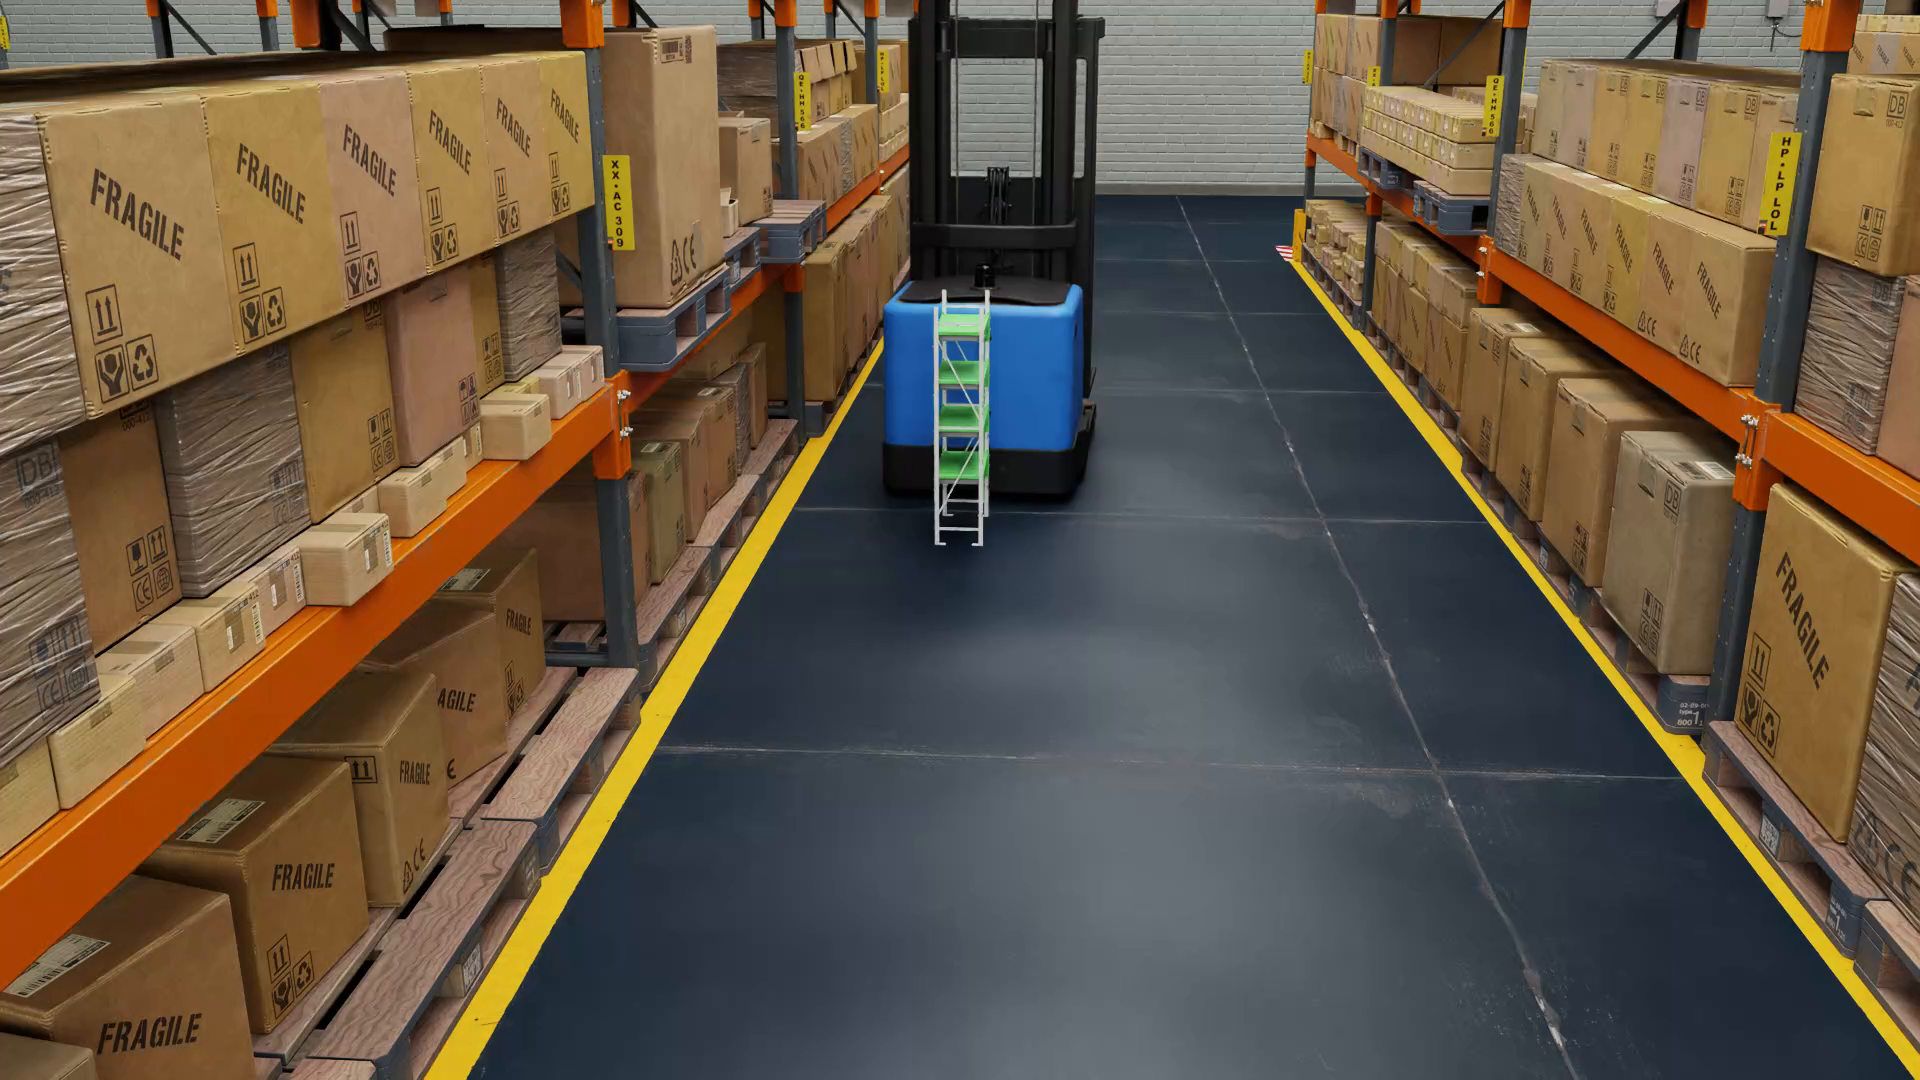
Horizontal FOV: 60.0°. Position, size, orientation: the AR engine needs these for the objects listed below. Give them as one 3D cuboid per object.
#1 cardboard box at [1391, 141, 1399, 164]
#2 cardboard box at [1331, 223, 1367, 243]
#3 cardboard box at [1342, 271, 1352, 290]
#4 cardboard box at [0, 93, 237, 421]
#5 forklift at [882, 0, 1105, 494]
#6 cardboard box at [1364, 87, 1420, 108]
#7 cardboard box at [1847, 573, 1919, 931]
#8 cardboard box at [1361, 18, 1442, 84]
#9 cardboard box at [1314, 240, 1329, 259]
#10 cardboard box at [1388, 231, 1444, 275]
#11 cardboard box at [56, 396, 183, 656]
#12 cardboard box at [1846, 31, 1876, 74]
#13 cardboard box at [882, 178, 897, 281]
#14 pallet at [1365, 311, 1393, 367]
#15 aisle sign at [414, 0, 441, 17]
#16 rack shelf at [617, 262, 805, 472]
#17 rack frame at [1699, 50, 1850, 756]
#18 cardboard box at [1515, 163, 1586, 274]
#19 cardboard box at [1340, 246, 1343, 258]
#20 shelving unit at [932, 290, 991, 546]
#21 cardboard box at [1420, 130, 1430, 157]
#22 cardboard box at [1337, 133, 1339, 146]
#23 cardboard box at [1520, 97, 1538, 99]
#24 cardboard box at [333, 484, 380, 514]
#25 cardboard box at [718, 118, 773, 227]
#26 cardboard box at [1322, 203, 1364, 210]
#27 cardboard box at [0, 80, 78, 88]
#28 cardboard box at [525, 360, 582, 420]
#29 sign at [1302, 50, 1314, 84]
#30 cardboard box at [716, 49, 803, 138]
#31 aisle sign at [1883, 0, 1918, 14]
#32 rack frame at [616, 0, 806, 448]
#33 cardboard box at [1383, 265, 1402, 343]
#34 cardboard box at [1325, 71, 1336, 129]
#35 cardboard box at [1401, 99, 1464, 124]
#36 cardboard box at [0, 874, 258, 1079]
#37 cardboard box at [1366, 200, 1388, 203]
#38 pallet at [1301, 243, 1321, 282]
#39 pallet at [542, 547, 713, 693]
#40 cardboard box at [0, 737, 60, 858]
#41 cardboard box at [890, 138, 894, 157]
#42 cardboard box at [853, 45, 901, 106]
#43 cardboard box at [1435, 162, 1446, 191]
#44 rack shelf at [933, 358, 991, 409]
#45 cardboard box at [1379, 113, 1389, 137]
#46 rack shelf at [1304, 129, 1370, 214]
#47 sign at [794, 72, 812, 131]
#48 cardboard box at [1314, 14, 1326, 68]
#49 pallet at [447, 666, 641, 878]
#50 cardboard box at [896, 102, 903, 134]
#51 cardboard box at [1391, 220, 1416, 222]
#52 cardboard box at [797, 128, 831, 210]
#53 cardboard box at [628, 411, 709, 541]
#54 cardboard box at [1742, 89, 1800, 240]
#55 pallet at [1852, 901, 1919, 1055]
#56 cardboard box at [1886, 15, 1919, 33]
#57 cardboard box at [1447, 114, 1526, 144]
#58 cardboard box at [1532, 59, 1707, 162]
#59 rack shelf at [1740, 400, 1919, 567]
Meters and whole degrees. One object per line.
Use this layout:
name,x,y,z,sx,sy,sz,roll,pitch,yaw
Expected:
cardboard box,3.202,-2.679,11.512,0.380,0.149,0.250,1,18,3
cardboard box,3.563,-2.767,15.000,0.380,0.149,0.250,1,18,2
cardboard box,3.522,-2.253,14.387,0.380,0.149,0.250,1,18,2
cardboard box,-1.669,-0.516,2.936,0.500,0.500,0.500,1,18,4
forklift,0.279,-2.056,9.990,1.130,2.935,3.031,2,18,7
cardboard box,3.290,-3.368,12.657,0.380,0.149,0.250,2,18,7
cardboard box,3.028,0.652,4.355,0.875,0.875,0.875,1,18,4
cardboard box,3.541,-3.933,13.364,0.500,0.500,0.500,1,18,2
cardboard box,3.631,-2.811,16.089,0.380,0.149,0.250,2,18,5
cardboard box,3.425,-2.096,12.138,0.500,0.250,0.500,2,18,5
cardboard box,-2.040,-0.049,3.117,0.875,0.500,0.500,1,18,4
cardboard box,8.660,-4.499,15.571,0.500,0.500,0.500,1,18,2
cardboard box,-1.036,-2.652,14.437,0.875,0.875,0.875,1,18,4
pallet,3.722,-1.550,12.814,1.003,0.211,1.213,1,18,4
aisle sign,-5.519,-5.863,17.324,0.394,0.787,0.004,1,18,4
rack shelf,-1.593,-1.054,7.977,1.077,0.370,4.000,1,18,4
rack frame,3.203,-0.632,5.535,1.000,3.000,0.127,1,18,4
cardboard box,3.155,-1.631,8.422,0.500,0.500,0.500,1,18,3
cardboard box,3.645,-2.614,15.009,0.380,0.149,0.250,0,18,1
shelving unit,0.012,-0.622,8.393,0.258,1.200,0.503,1,18,4
cardboard box,3.123,-2.502,10.493,0.380,0.149,0.250,1,18,4
cardboard box,3.652,-3.661,15.182,0.380,0.149,0.250,2,18,6
cardboard box,3.849,-2.946,11.370,0.380,0.149,0.250,0,18,1
cardboard box,-1.675,-0.040,4.132,0.380,0.149,0.250,1,18,4
cardboard box,-1.389,-1.920,8.629,0.700,0.500,0.500,4,19,12
cardboard box,3.787,-3.243,16.452,0.380,0.149,0.250,2,18,5
cardboard box,-2.162,-0.683,3.446,0.500,0.500,0.500,1,18,4
cardboard box,-1.486,-0.504,5.548,0.380,0.149,0.250,1,18,4
sign,3.522,-4.783,16.811,0.100,0.325,0.005,1,18,4
cardboard box,-1.381,-2.768,10.280,0.797,0.503,0.637,2,18,6
aisle sign,9.322,-5.531,16.310,0.394,0.787,0.004,1,18,4
rack frame,-1.450,-2.017,9.760,1.000,3.000,0.127,1,18,4
cardboard box,3.423,-1.741,12.258,0.500,0.500,0.500,2,18,6
cardboard box,3.695,-4.096,15.468,0.500,0.500,0.500,2,18,5
cardboard box,3.182,-2.882,11.176,0.380,0.149,0.250,2,18,6
cardboard box,-1.953,1.076,3.661,0.500,0.500,0.500,6,19,18
cardboard box,4.278,-3.317,16.676,0.380,0.149,0.250,1,18,5
pallet,3.965,-2.759,16.504,1.003,0.211,1.213,1,18,4
pallet,-1.682,0.309,7.141,1.003,0.211,1.213,1,18,4
cardboard box,-1.728,0.427,2.706,0.380,0.149,0.250,1,18,4
cardboard box,-0.773,-3.387,14.347,0.380,0.149,0.250,2,18,6
cardboard box,-0.798,-4.143,14.808,0.500,0.500,0.500,1,18,2
cardboard box,3.087,-2.195,10.034,0.380,0.149,0.250,1,18,4
rack shelf,0.012,-0.789,8.338,0.258,0.148,0.480,1,18,4
cardboard box,3.237,-2.985,11.966,0.380,0.149,0.250,1,18,2
rack shelf,3.920,-3.396,15.126,1.077,0.370,4.000,1,18,4
sign,-0.908,-2.520,9.564,0.100,0.325,0.005,1,18,4
cardboard box,3.767,-4.890,16.284,0.500,0.500,0.500,1,18,4
pallet,-1.750,0.760,5.764,1.003,0.211,1.213,1,18,4
cardboard box,-0.796,-3.784,14.919,0.500,0.250,0.500,2,18,5
cardboard box,4.146,-2.832,15.196,0.380,0.149,0.250,1,18,4
cardboard box,-1.109,-2.369,10.676,0.500,0.500,0.500,1,18,2
cardboard box,-1.579,-0.307,7.851,0.700,0.500,0.500,0,18,-1
cardboard box,3.233,-1.309,5.835,0.700,0.500,0.500,1,18,3
pallet,2.986,1.307,4.095,1.003,0.211,1.213,1,18,4
cardboard box,8.659,-4.681,15.083,0.380,0.149,0.250,1,18,4
cardboard box,3.068,-2.400,9.704,0.380,0.149,0.250,1,18,2
cardboard box,3.448,-2.258,8.731,0.700,0.500,0.500,1,18,4
rack shelf,3.060,0.331,3.752,1.077,0.370,4.000,1,18,4
